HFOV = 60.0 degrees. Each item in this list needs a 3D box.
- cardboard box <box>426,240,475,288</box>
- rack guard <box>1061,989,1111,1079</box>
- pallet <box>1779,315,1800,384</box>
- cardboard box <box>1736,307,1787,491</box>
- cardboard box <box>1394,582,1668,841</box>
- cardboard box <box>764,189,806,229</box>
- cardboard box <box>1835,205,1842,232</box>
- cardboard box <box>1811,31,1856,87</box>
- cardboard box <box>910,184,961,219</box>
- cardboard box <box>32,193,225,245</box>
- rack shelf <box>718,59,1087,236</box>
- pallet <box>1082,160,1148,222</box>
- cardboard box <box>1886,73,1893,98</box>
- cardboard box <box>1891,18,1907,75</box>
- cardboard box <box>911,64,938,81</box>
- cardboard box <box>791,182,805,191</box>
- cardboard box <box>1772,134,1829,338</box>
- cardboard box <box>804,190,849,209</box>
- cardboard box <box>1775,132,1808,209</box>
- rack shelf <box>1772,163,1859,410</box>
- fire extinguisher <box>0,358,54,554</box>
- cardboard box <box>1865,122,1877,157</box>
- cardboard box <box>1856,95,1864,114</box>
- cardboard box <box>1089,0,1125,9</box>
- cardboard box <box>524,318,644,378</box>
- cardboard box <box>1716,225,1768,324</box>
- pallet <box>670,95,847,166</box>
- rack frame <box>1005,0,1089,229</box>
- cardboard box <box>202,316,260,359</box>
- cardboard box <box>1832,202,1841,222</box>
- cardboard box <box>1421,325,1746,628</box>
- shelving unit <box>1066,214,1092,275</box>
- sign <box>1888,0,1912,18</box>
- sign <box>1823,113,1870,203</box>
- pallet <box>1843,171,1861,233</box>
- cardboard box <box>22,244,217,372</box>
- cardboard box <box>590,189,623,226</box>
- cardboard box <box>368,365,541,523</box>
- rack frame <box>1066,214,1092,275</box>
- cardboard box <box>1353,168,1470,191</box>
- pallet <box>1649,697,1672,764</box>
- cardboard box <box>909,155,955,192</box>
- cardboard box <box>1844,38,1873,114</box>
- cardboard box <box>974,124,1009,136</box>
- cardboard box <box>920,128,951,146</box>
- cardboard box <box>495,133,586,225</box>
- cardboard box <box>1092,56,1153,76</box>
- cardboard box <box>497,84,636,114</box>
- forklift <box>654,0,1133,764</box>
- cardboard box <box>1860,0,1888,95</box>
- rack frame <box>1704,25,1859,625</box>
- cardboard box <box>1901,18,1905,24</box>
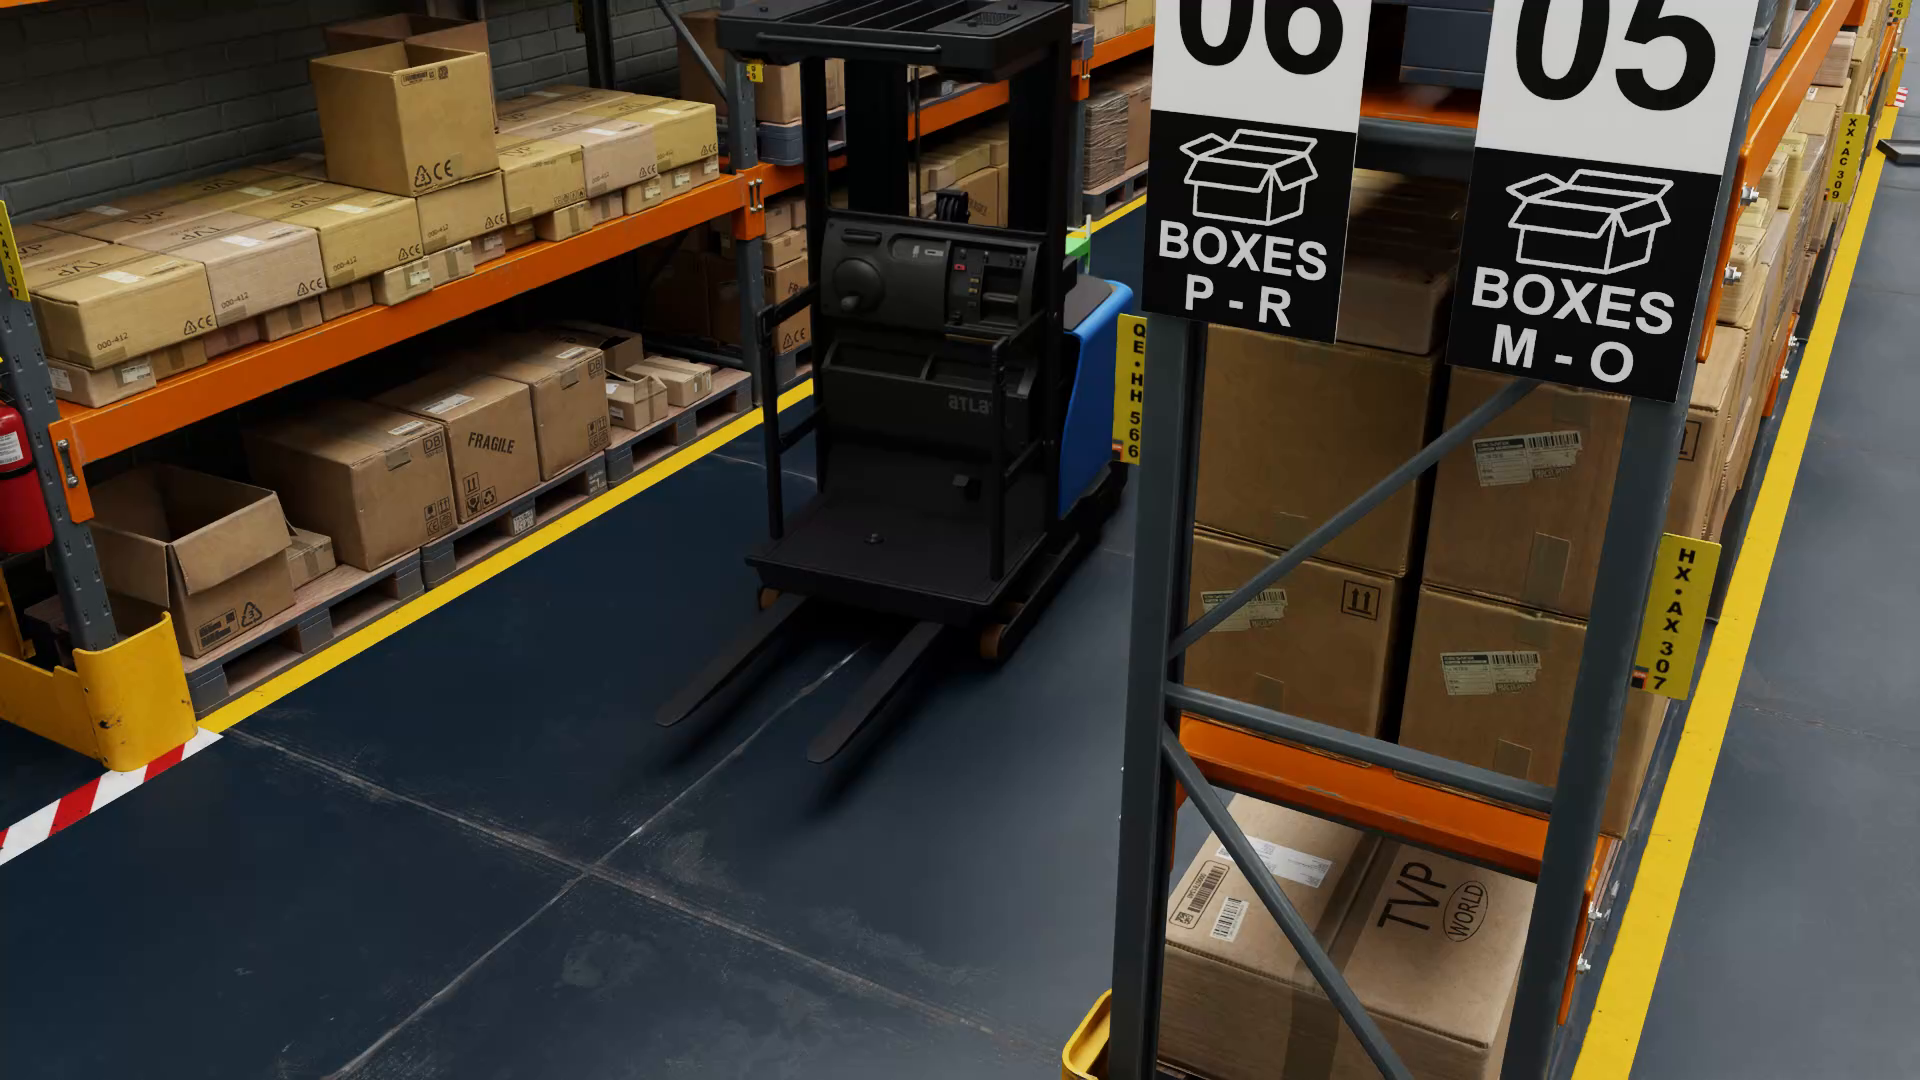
[{"bbox_3d":[-2.300,-1.204,7.084,0.380,0.149,0.250,15,30,27],"label":"cardboard box"},{"bbox_3d":[0.822,1.569,4.058,1.175,0.500,0.348,14,30,26],"label":"rack guard"},{"bbox_3d":[4.316,-1.139,9.789,1.003,0.211,1.213,14,30,26],"label":"pallet"},{"bbox_3d":[2.313,-0.524,5.334,0.500,0.500,0.500,14,30,25],"label":"cardboard box"},{"bbox_3d":[1.320,0.273,3.742,0.500,0.500,0.500,14,30,26],"label":"cardboard box"},{"bbox_3d":[-1.028,-1.895,9.451,0.380,0.149,0.250,13,29,24],"label":"cardboard box"},{"bbox_3d":[5.412,-2.196,11.253,0.950,0.372,0.625,14,30,25],"label":"cardboard box"},{"bbox_3d":[2.927,-1.709,5.860,0.380,0.149,0.250,14,30,25],"label":"cardboard box"},{"bbox_3d":[-0.325,-2.022,10.761,0.500,0.500,0.500,13,29,24],"label":"cardboard box"},{"bbox_3d":[-3.240,-1.154,6.540,0.500,0.250,0.500,14,30,26],"label":"cardboard box"},{"bbox_3d":[-0.538,-2.667,10.530,1.077,0.370,4.000,14,30,26],"label":"rack shelf"},{"bbox_3d":[0.885,-2.833,13.174,1.003,0.211,1.213,14,30,26],"label":"pallet"},{"bbox_3d":[8.529,-4.369,15.729,0.500,0.250,0.500,14,30,26],"label":"cardboard box"},{"bbox_3d":[8.284,-4.514,15.181,0.500,0.500,0.500,15,30,28],"label":"cardboard box"},{"bbox_3d":[-0.448,-3.088,9.988,0.700,0.500,0.500,14,30,26],"label":"cardboard box"},{"bbox_3d":[-1.070,-2.177,10.347,0.380,0.149,0.250,15,30,27],"label":"cardboard box"},{"bbox_3d":[2.311,-0.968,5.104,0.500,0.500,0.500,15,30,27],"label":"cardboard box"},{"bbox_3d":[-0.806,-1.988,9.968,0.380,0.149,0.250,14,30,25],"label":"cardboard box"},{"bbox_3d":[2.049,-1.013,4.469,0.380,0.149,0.250,13,30,25],"label":"cardboard box"},{"bbox_3d":[3.785,-1.575,8.349,1.077,0.370,4.000,14,30,26],"label":"rack shelf"},{"bbox_3d":[-3.160,-0.290,5.481,0.296,0.674,0.183,14,30,26],"label":"fire extinguisher"},{"bbox_3d":[7.262,-3.364,13.721,0.500,0.250,0.500,13,29,24],"label":"cardboard box"},{"bbox_3d":[4.014,-1.981,7.965,0.500,0.250,0.500,13,29,25],"label":"cardboard box"},{"bbox_3d":[0.898,-4.038,12.075,0.500,0.250,0.500,14,30,26],"label":"cardboard box"},{"bbox_3d":[-2.053,-0.989,8.909,0.500,0.311,0.500,15,30,28],"label":"cardboard box"},{"bbox_3d":[1.544,-0.612,3.667,0.380,0.149,0.250,15,30,28],"label":"cardboard box"},{"bbox_3d":[-1.034,-2.410,9.429,1.003,0.211,1.213,14,30,26],"label":"pallet"},{"bbox_3d":[0.446,-3.768,11.926,1.000,3.000,0.127,14,30,26],"label":"rack frame"},{"bbox_3d":[-2.905,-0.825,6.327,0.380,0.149,0.250,14,30,25],"label":"cardboard box"},{"bbox_3d":[4.021,-1.755,8.072,0.500,0.250,0.500,14,30,25],"label":"cardboard box"},{"bbox_3d":[1.318,-0.175,3.519,0.500,0.500,0.500,13,30,25],"label":"cardboard box"},{"bbox_3d":[0.440,-1.010,8.415,0.258,1.200,0.503,11,27,22],"label":"shelving unit"},{"bbox_3d":[5.254,-3.073,9.245,0.100,0.325,0.005,14,30,26],"label":"sign"},{"bbox_3d":[3.285,-1.418,6.177,0.100,0.325,0.005,14,30,26],"label":"sign"},{"bbox_3d":[6.355,-2.684,12.877,1.003,0.211,1.213,14,30,26],"label":"pallet"},{"bbox_3d":[-3.032,-0.834,5.899,0.500,0.250,0.500,14,30,26],"label":"cardboard box"},{"bbox_3d":[-1.828,-1.608,7.891,0.380,0.149,0.250,15,30,27],"label":"cardboard box"},{"bbox_3d":[-2.305,-0.446,7.614,0.500,0.500,0.500,15,30,27],"label":"cardboard box"},{"bbox_3d":[0.541,-1.105,8.616,0.240,1.200,0.015,11,27,22],"label":"rack frame"},{"bbox_3d":[1.153,-0.837,4.117,0.380,0.149,0.250,15,30,27],"label":"cardboard box"},{"bbox_3d":[2.359,0.409,6.698,1.003,0.211,1.213,14,30,26],"label":"pallet"},{"bbox_3d":[-0.253,-2.369,10.730,0.380,0.149,0.250,13,29,24],"label":"cardboard box"},{"bbox_3d":[3.268,-1.717,6.601,0.500,0.500,0.500,15,30,27],"label":"cardboard box"},{"bbox_3d":[0.316,-2.766,11.524,0.380,0.149,0.250,13,29,23],"label":"cardboard box"},{"bbox_3d":[-0.289,-2.781,11.553,0.380,0.149,0.250,15,30,27],"label":"cardboard box"},{"bbox_3d":[-2.051,-1.633,7.496,0.500,0.250,0.500,14,30,26],"label":"cardboard box"},{"bbox_3d":[1.410,-3.653,13.879,0.875,0.625,0.625,13,29,24],"label":"cardboard box"},{"bbox_3d":[-2.001,-2.141,8.512,0.500,0.250,0.500,14,30,26],"label":"cardboard box"},{"bbox_3d":[-0.209,-1.027,6.527,1.130,2.935,3.031,10,28,20],"label":"forklift"},{"bbox_3d":[4.247,-2.515,8.195,0.500,0.500,0.500,14,30,26],"label":"cardboard box"},{"bbox_3d":[2.801,-1.117,6.631,1.000,3.000,0.127,14,30,26],"label":"rack frame"},{"bbox_3d":[8.158,-4.651,14.729,0.380,0.149,0.250,16,31,28],"label":"cardboard box"}]
